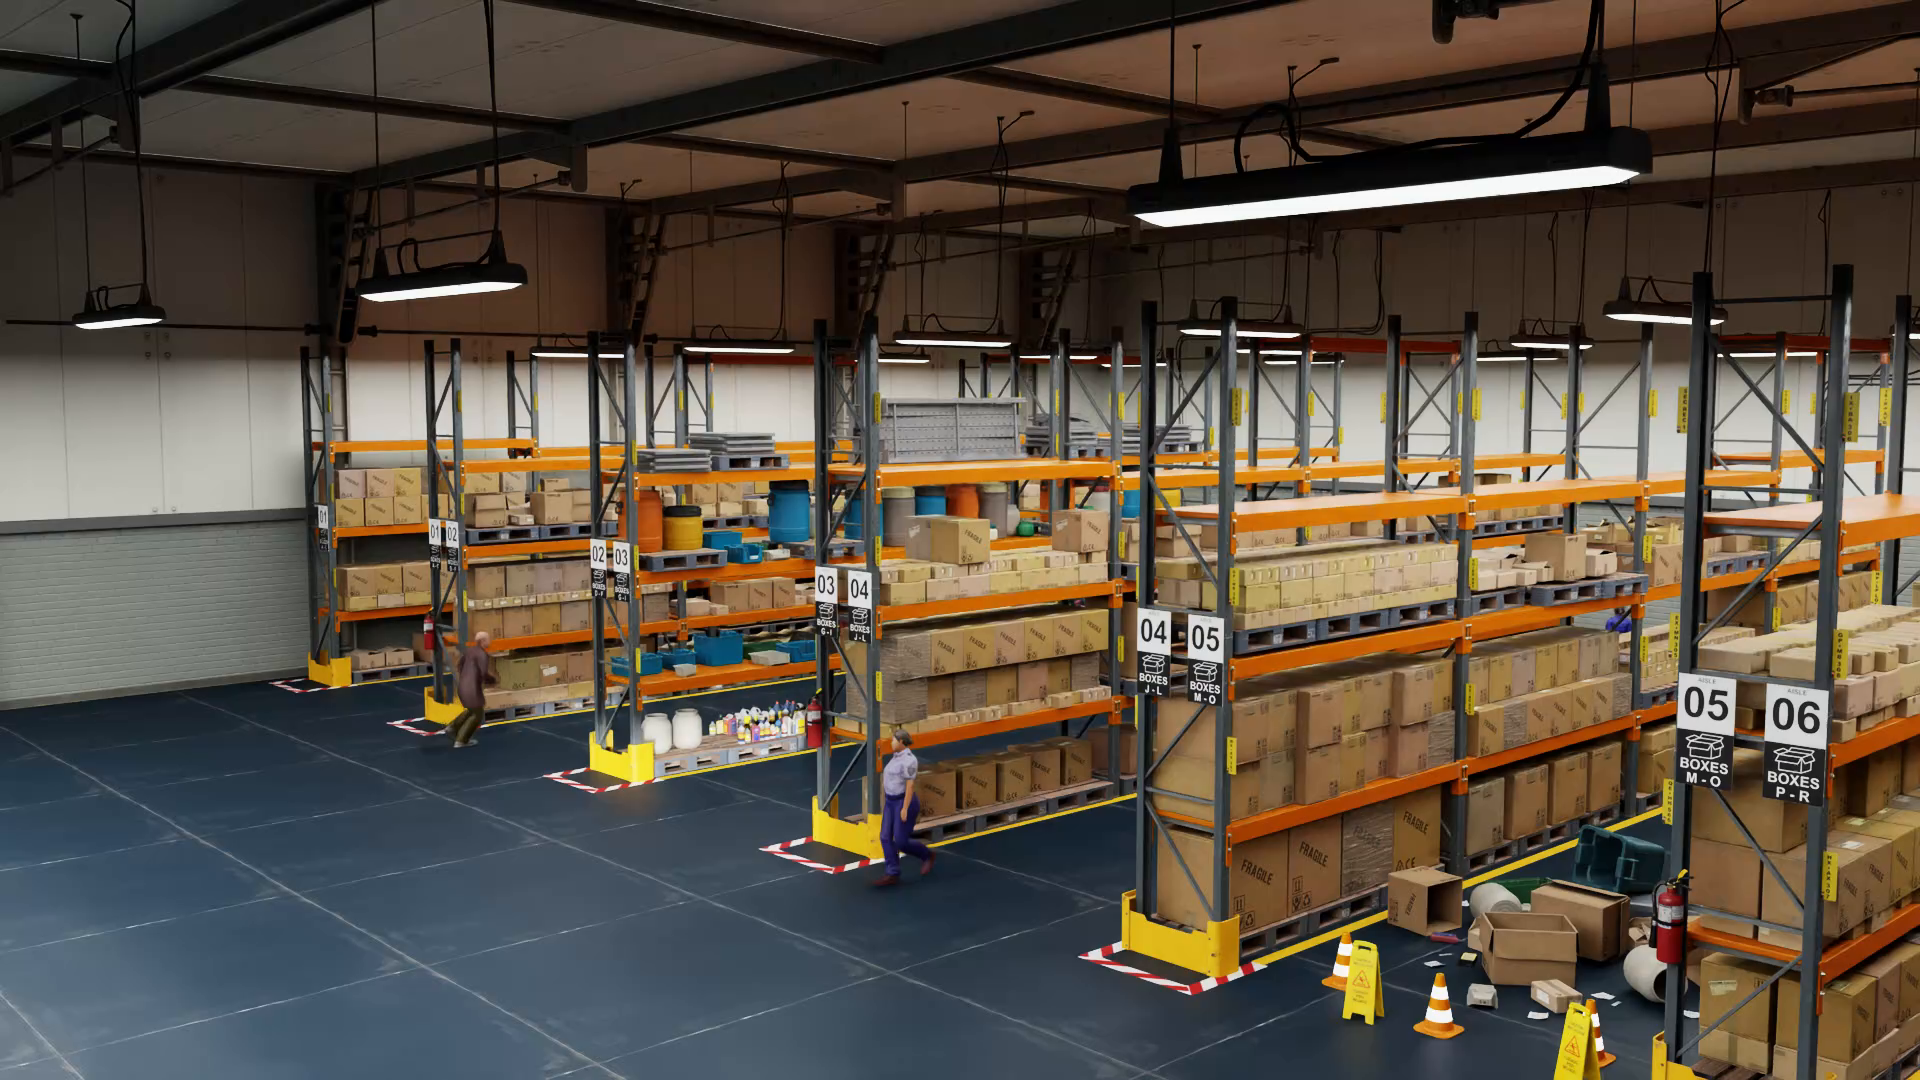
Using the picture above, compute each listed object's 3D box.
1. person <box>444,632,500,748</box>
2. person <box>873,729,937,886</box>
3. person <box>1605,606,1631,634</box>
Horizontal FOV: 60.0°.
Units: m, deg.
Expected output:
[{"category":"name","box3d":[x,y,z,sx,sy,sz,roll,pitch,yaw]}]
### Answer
[{"category":"person","box3d":[-7.168,2.187,24.437,0.825,1.674,0.700,-4,7,-41]},{"category":"person","box3d":[-0.601,2.813,17.564,0.680,1.624,0.491,-2,6,-26]},{"category":"person","box3d":[11.048,1.895,27.960,0.495,1.688,0.389,1,5,15]}]
